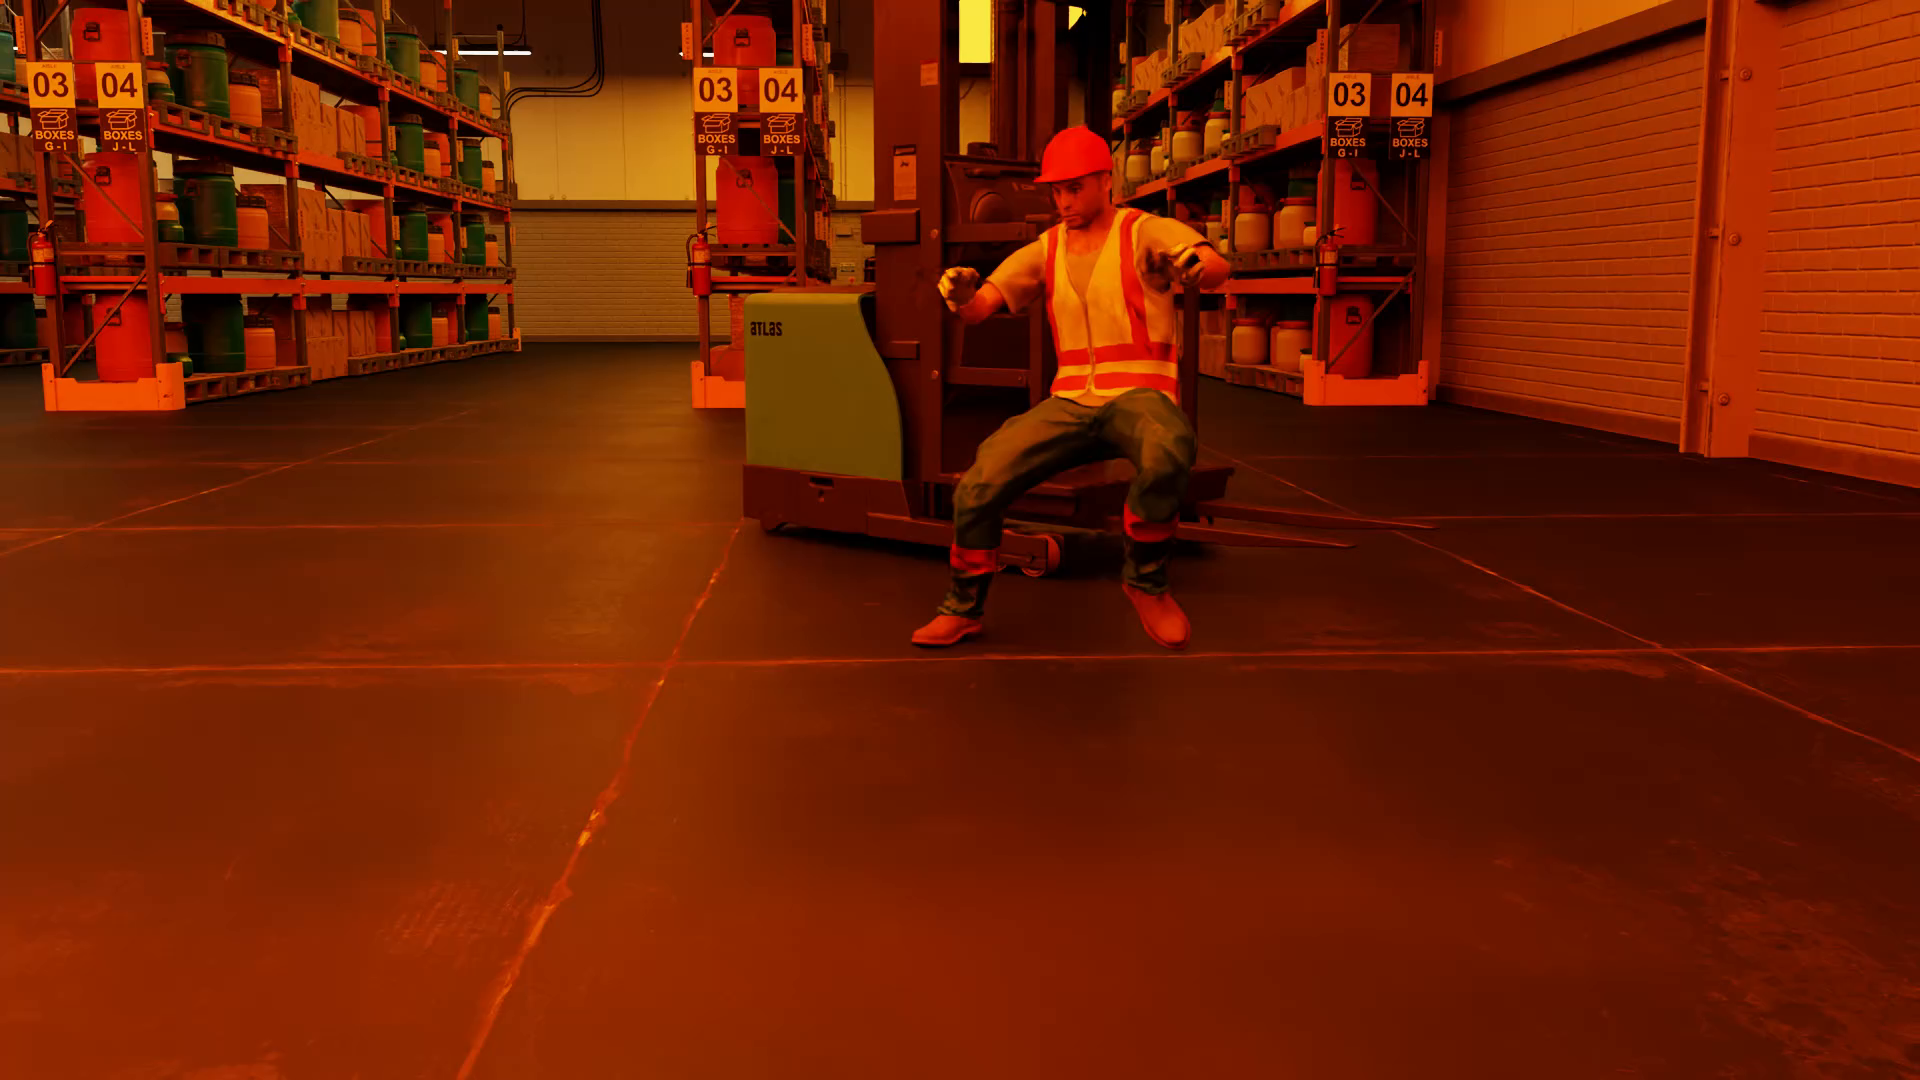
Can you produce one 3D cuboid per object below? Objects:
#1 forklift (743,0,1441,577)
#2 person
[{"bbox_3d":[0.438,-1.394,6.717,3.031,2.935,1.130,8,11,42],"label":"forklift"},{"bbox_3d":[0.328,-0.428,4.877,0.978,1.560,0.782,5,10,33],"label":"person"}]
